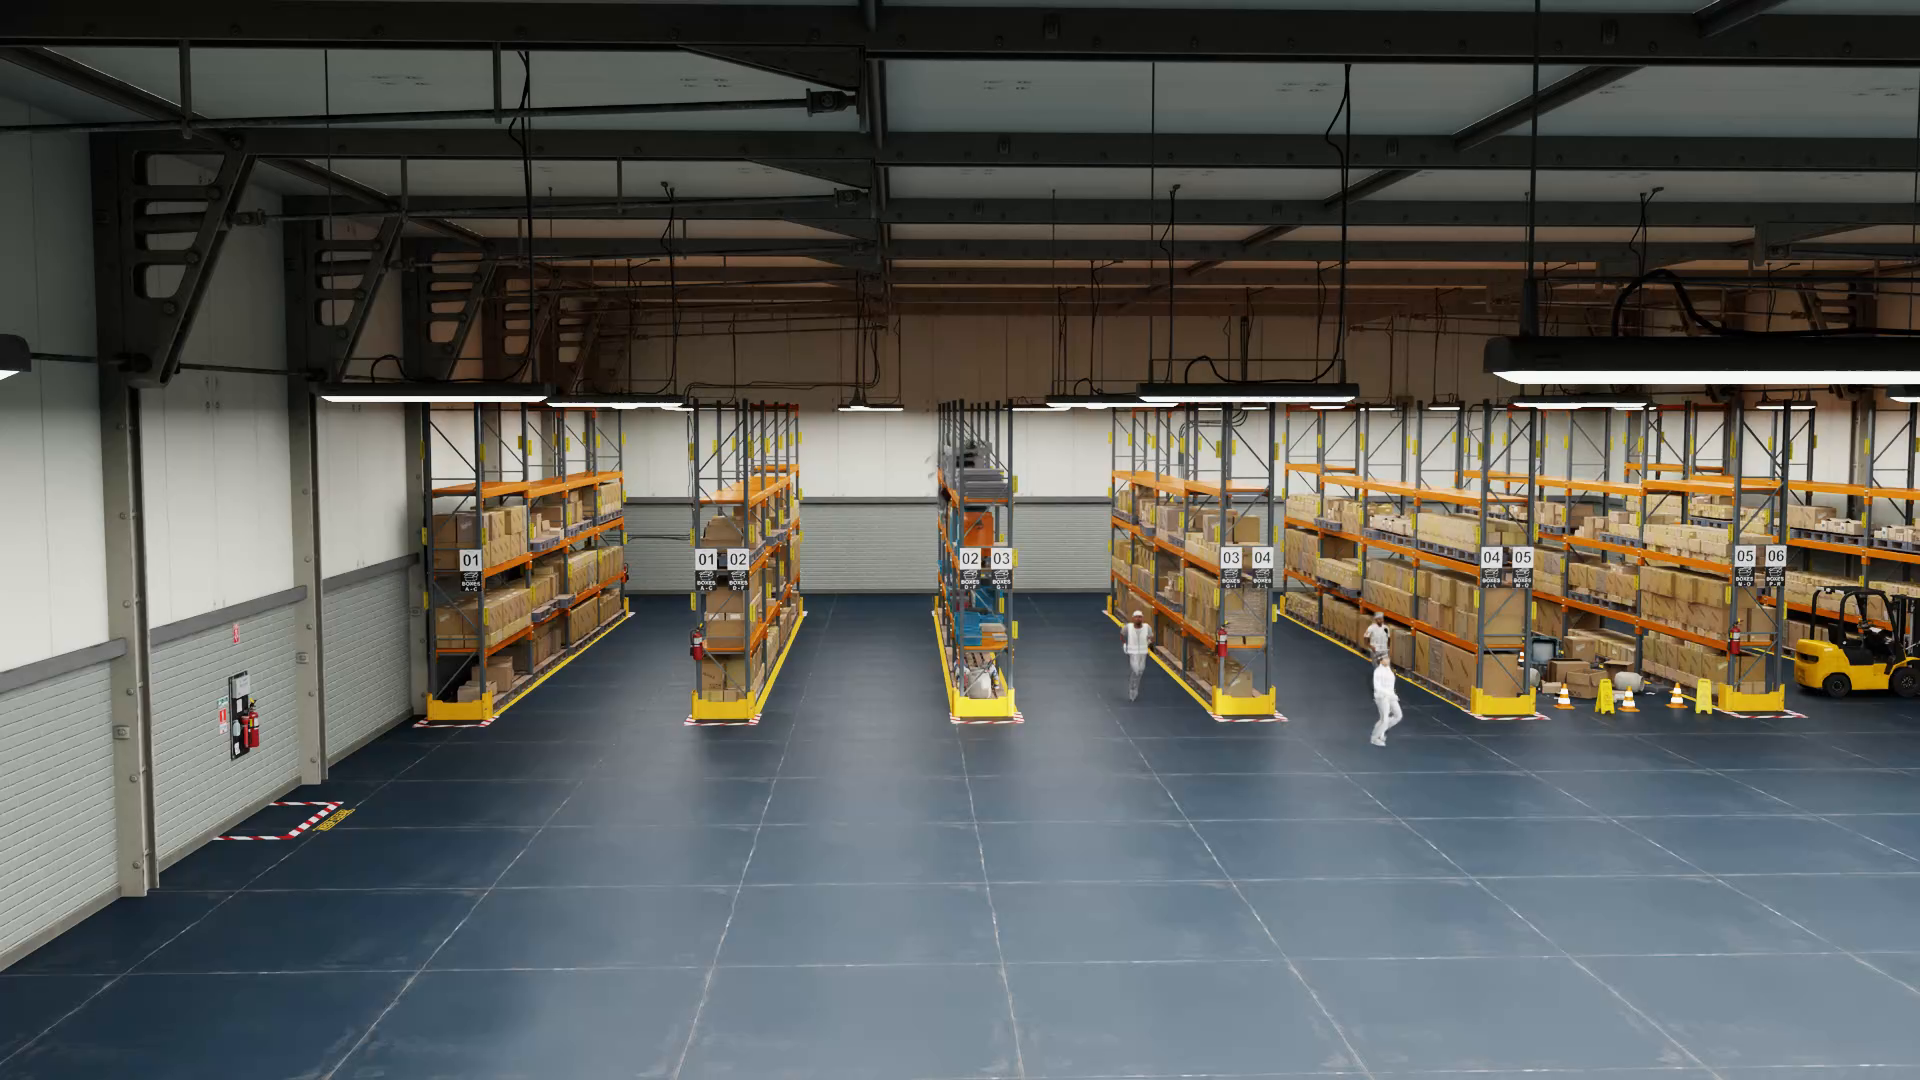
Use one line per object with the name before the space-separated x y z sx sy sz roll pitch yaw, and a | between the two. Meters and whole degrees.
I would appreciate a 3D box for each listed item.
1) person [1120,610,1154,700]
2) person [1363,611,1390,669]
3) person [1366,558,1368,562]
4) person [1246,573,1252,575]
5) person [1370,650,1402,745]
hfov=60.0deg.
person | 3.579 2.318 33.363 0.646 1.824 0.737 -1 4 -10
person | 8.591 2.291 34.258 0.587 1.672 0.601 -1 4 -9
person | 11.412 1.314 46.885 0.682 1.707 0.863 0 4 -6
person | 8.011 1.358 46.910 0.579 1.705 0.720 1 4 13
person | 7.349 2.719 28.666 0.534 1.658 0.629 4 6 41
